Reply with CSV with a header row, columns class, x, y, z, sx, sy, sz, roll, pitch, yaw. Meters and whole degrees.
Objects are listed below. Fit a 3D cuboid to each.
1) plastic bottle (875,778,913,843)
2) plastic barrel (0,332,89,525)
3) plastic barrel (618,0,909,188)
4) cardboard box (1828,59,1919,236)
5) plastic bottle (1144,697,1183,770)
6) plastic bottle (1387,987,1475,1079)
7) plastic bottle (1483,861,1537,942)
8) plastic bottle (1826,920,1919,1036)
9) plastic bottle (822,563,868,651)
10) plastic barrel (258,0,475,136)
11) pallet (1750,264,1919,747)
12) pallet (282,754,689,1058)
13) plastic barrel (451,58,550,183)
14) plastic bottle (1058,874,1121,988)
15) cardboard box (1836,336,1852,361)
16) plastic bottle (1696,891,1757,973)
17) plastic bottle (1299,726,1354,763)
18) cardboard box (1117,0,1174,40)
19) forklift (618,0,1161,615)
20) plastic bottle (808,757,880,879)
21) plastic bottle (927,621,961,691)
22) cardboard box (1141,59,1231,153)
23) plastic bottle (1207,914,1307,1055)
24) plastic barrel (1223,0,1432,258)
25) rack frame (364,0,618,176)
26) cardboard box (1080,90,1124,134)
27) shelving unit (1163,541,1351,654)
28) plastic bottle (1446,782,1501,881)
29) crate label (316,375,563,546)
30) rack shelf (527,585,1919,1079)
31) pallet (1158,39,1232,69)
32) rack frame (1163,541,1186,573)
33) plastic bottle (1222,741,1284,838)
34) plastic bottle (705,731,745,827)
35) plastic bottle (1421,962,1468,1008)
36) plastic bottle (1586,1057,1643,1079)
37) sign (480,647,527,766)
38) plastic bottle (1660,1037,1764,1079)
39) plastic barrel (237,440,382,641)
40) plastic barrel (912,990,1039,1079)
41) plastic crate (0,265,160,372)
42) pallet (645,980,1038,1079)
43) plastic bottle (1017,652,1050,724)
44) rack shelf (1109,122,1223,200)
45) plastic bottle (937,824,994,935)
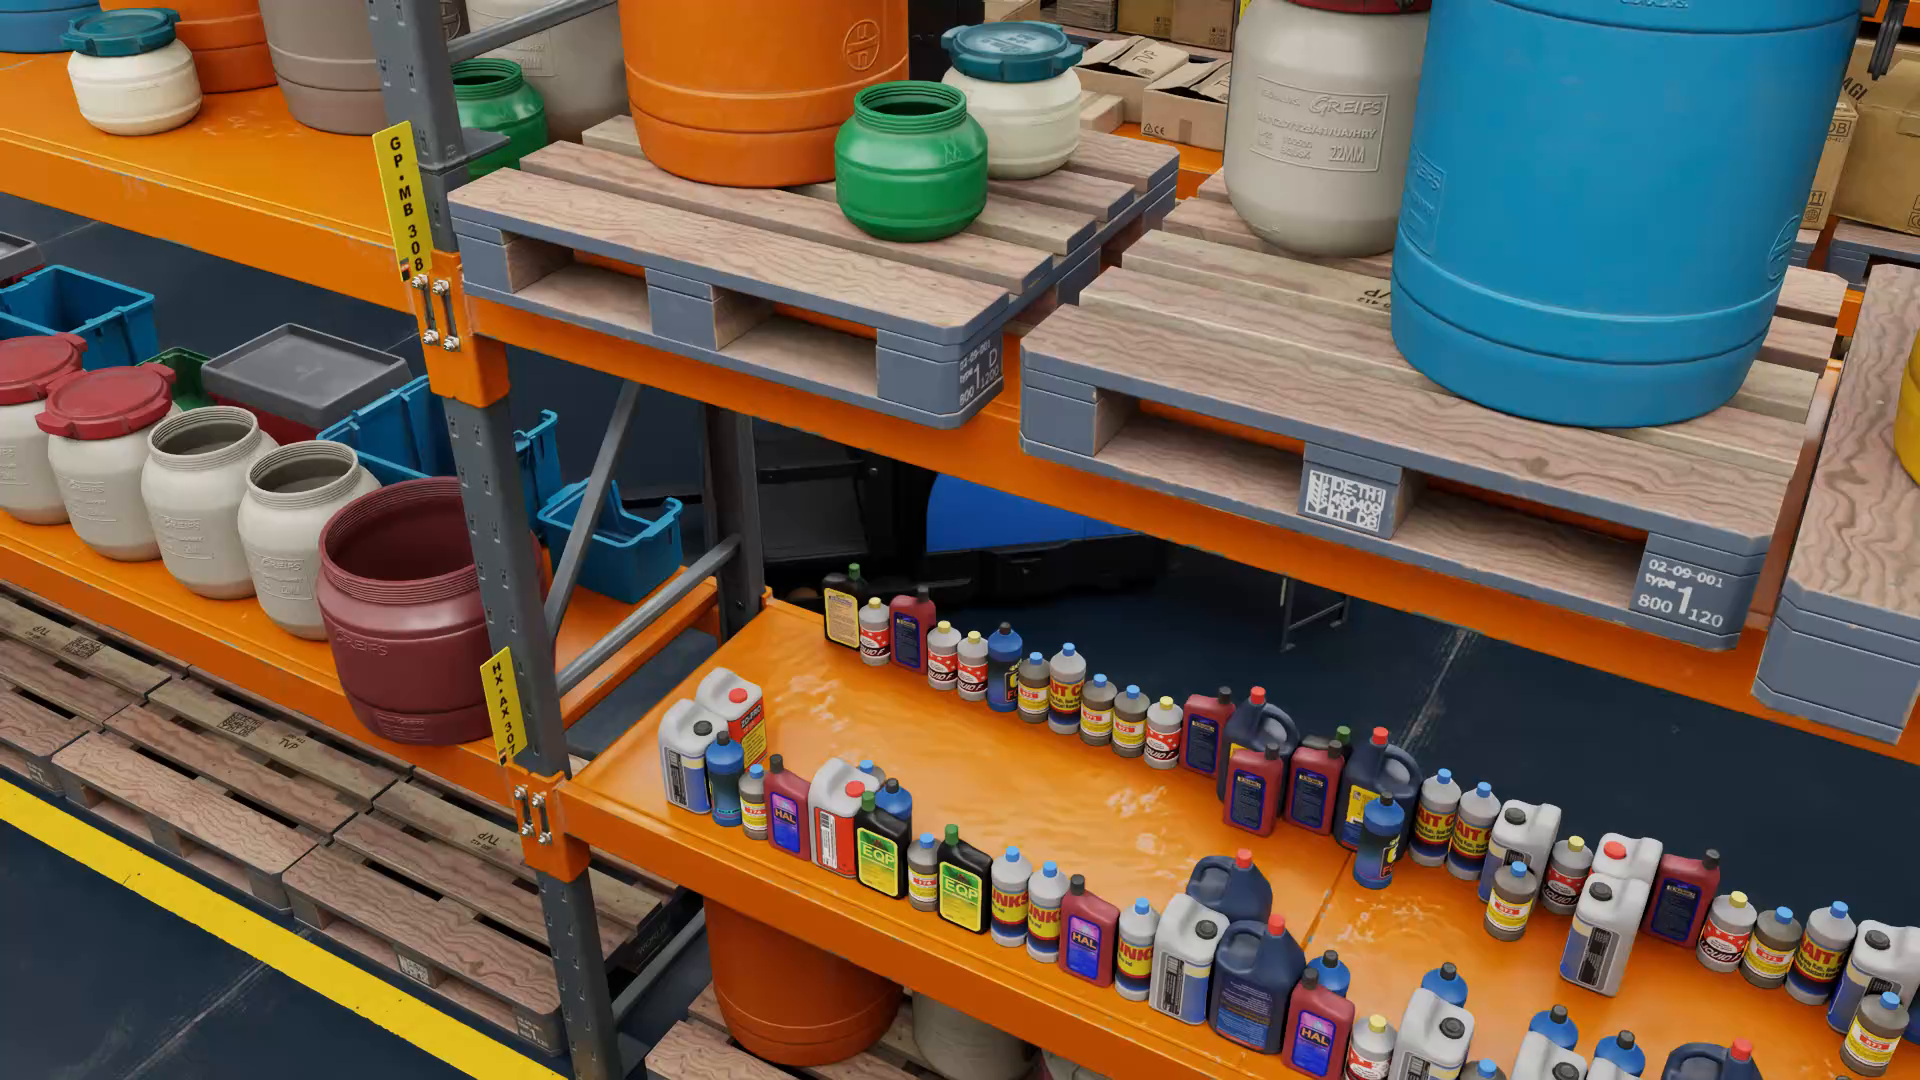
class,x,y,z,sx,sy,sz,roll,pitch,yaw
plastic bottle,-0.165,0.700,4.109,0.097,0.271,0.097,0,34,0
plastic barrel,-3.013,-0.357,5.458,0.433,0.535,0.433,0,34,0
plastic barrel,-0.408,-1.216,3.397,0.708,0.830,0.600,18,37,24
cardboard box,4.106,-1.667,7.077,0.500,0.500,0.700,24,41,32
plastic bottle,0.547,0.509,4.459,0.097,0.201,0.097,0,34,0
plastic bottle,0.998,1.088,3.522,0.135,0.276,0.152,18,37,24
plastic bottle,1.310,0.848,3.950,0.097,0.201,0.097,0,34,0
plastic bottle,2.043,0.969,3.700,0.135,0.276,0.152,18,37,24
plastic bottle,-0.336,0.183,4.874,0.133,0.283,0.061,18,37,24
plastic barrel,-1.504,-1.559,4.226,0.600,0.901,0.600,0,34,0
pallet,1.845,-0.010,2.522,1.003,0.211,1.213,18,37,24
pallet,-1.552,1.158,5.821,1.213,0.211,1.003,18,37,24
plastic barrel,-1.139,-0.998,3.977,0.294,0.245,0.294,0,34,0
plastic bottle,0.297,0.892,3.810,0.133,0.283,0.061,18,37,24
cardboard box,4.267,-0.588,7.785,0.500,0.500,0.500,18,38,25
plastic bottle,1.787,0.902,3.869,0.097,0.201,0.097,0,34,0
plastic bottle,0.933,0.585,4.270,0.133,0.283,0.061,18,37,24
cardboard box,1.665,-4.469,13.613,0.500,0.500,0.700,17,37,23
forklift,-0.673,-1.146,6.827,3.031,2.935,1.130,-5,34,-8
plastic bottle,-0.282,0.682,4.131,0.135,0.276,0.152,18,37,24
plastic bottle,-0.045,0.322,4.740,0.097,0.201,0.097,0,34,0
cardboard box,1.268,-2.238,8.484,0.500,0.311,0.500,20,39,27
plastic bottle,0.657,0.951,3.660,0.185,0.351,0.144,18,37,24
plastic barrel,0.715,-0.836,3.091,0.433,0.535,0.433,0,34,0
rack frame,-0.899,-2.268,3.037,0.127,3.000,1.000,18,37,24
cardboard box,0.644,-2.164,8.519,0.250,0.149,0.380,18,37,24
shelving unit,1.301,-0.378,6.965,0.431,1.500,0.755,-21,39,-28
plastic bottle,1.269,0.708,4.096,0.097,0.271,0.097,0,34,0
crate label,-1.627,-0.189,5.296,0.616,0.435,0.502,18,37,24
rack shelf,0.838,1.078,4.073,4.000,0.370,1.077,18,37,24
pallet,2.284,-3.930,13.461,1.213,0.211,1.003,18,37,24
rack frame,1.092,-0.545,7.215,0.400,1.500,0.023,-21,39,-28
plastic bottle,0.745,0.618,4.221,0.133,0.283,0.061,18,37,24
plastic bottle,-0.597,0.602,4.256,0.097,0.271,0.097,0,34,0
plastic bottle,1.044,1.025,3.621,0.097,0.271,0.097,0,34,0
plastic bottle,1.316,1.189,3.371,0.135,0.276,0.152,18,37,24
sign,-1.166,0.428,4.254,0.005,0.325,0.100,18,37,24
plastic bottle,1.525,1.134,3.385,0.185,0.351,0.144,18,37,24
plastic barrel,-1.898,0.002,4.939,0.421,0.512,0.421,0,34,0
plastic barrel,0.069,1.328,4.915,0.421,0.512,0.421,0,34,0
plastic crate,-3.260,-0.711,6.126,0.575,0.384,0.392,18,37,24
pallet,-0.194,1.586,5.177,1.213,0.211,1.003,18,37,24
plastic bottle,0.209,0.402,4.620,0.097,0.201,0.097,0,34,0
rack shelf,-0.174,-2.404,9.303,4.000,0.370,1.077,18,37,24
plastic bottle,0.012,0.802,3.945,0.133,0.283,0.061,18,37,24
